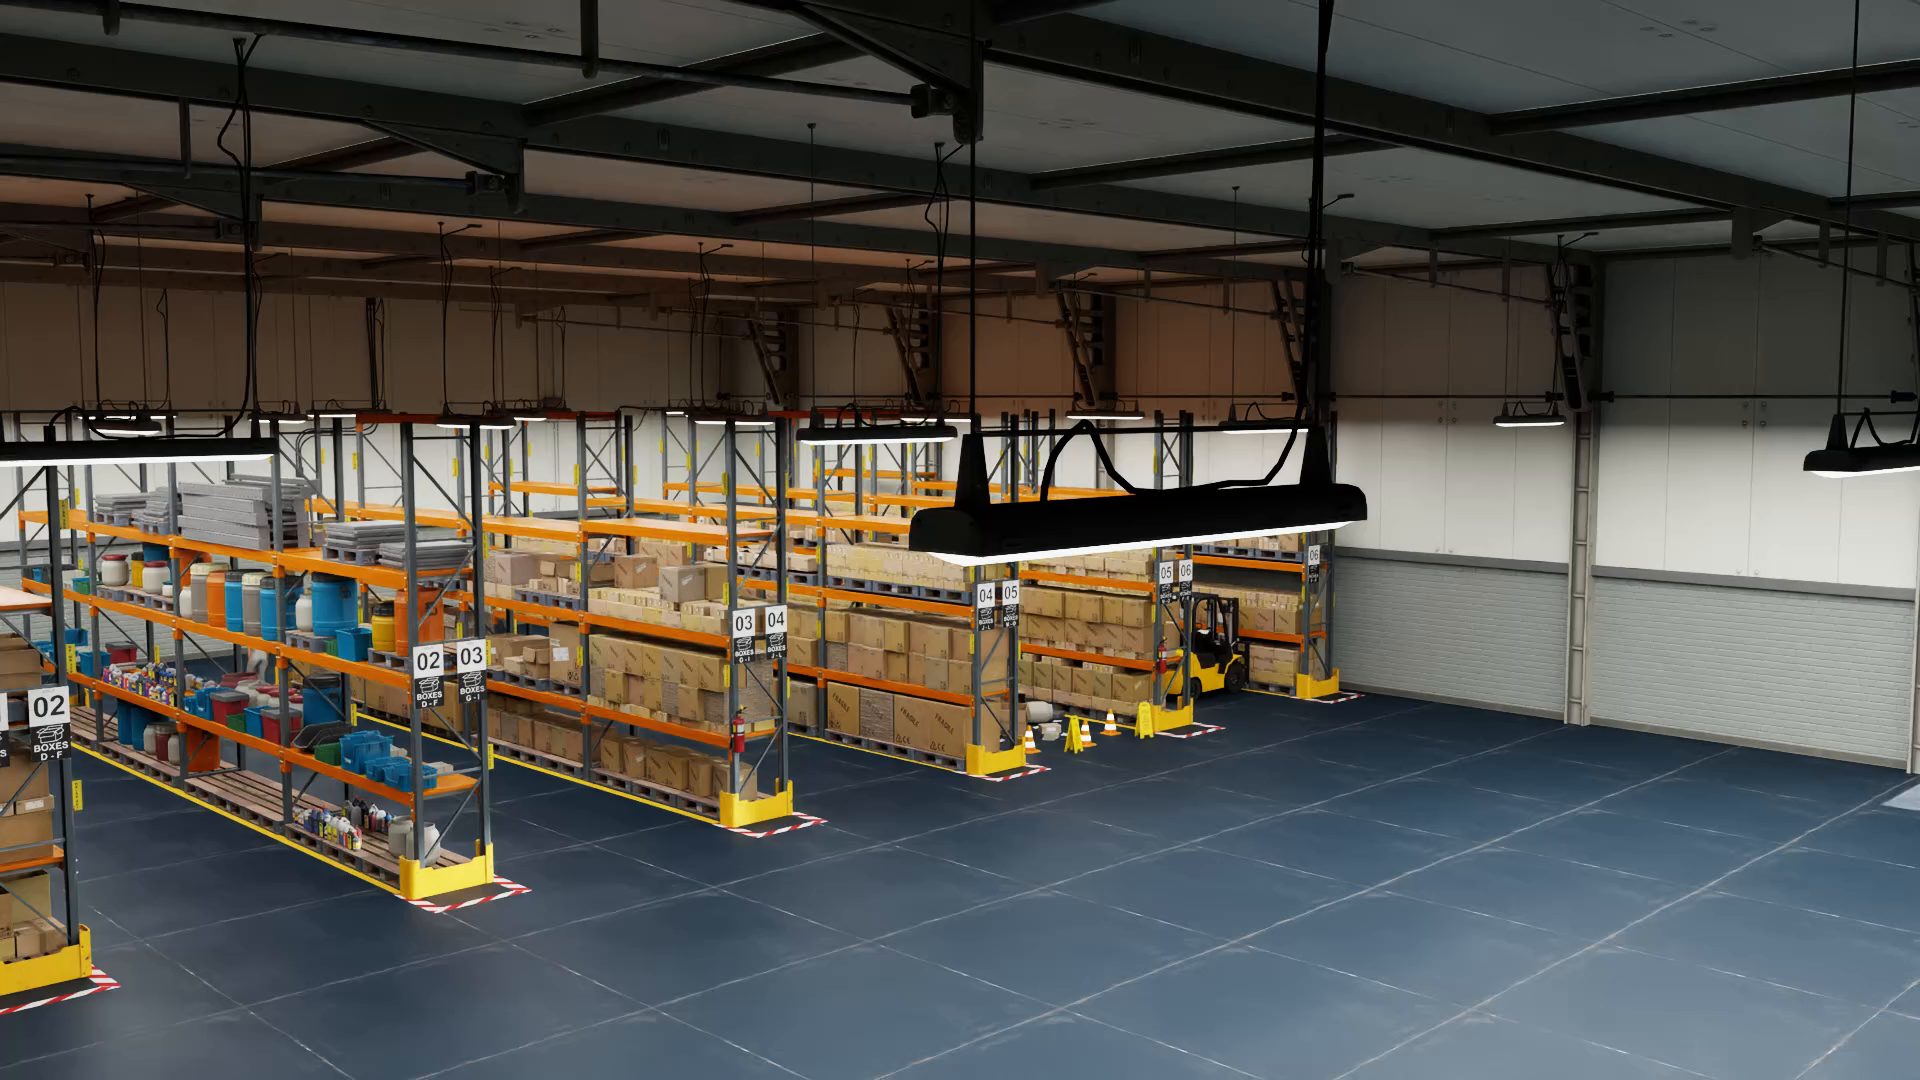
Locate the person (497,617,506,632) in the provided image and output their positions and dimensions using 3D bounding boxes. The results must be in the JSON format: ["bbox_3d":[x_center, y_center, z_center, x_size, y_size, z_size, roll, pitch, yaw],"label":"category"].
[{"bbox_3d":[-11.429,1.863,41.577,1.066,1.725,0.544,-3,6,-34],"label":"person"}]

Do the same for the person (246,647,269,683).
[{"bbox_3d":[-14.461,2.510,34.338,0.488,1.668,0.482,5,7,43],"label":"person"}]
